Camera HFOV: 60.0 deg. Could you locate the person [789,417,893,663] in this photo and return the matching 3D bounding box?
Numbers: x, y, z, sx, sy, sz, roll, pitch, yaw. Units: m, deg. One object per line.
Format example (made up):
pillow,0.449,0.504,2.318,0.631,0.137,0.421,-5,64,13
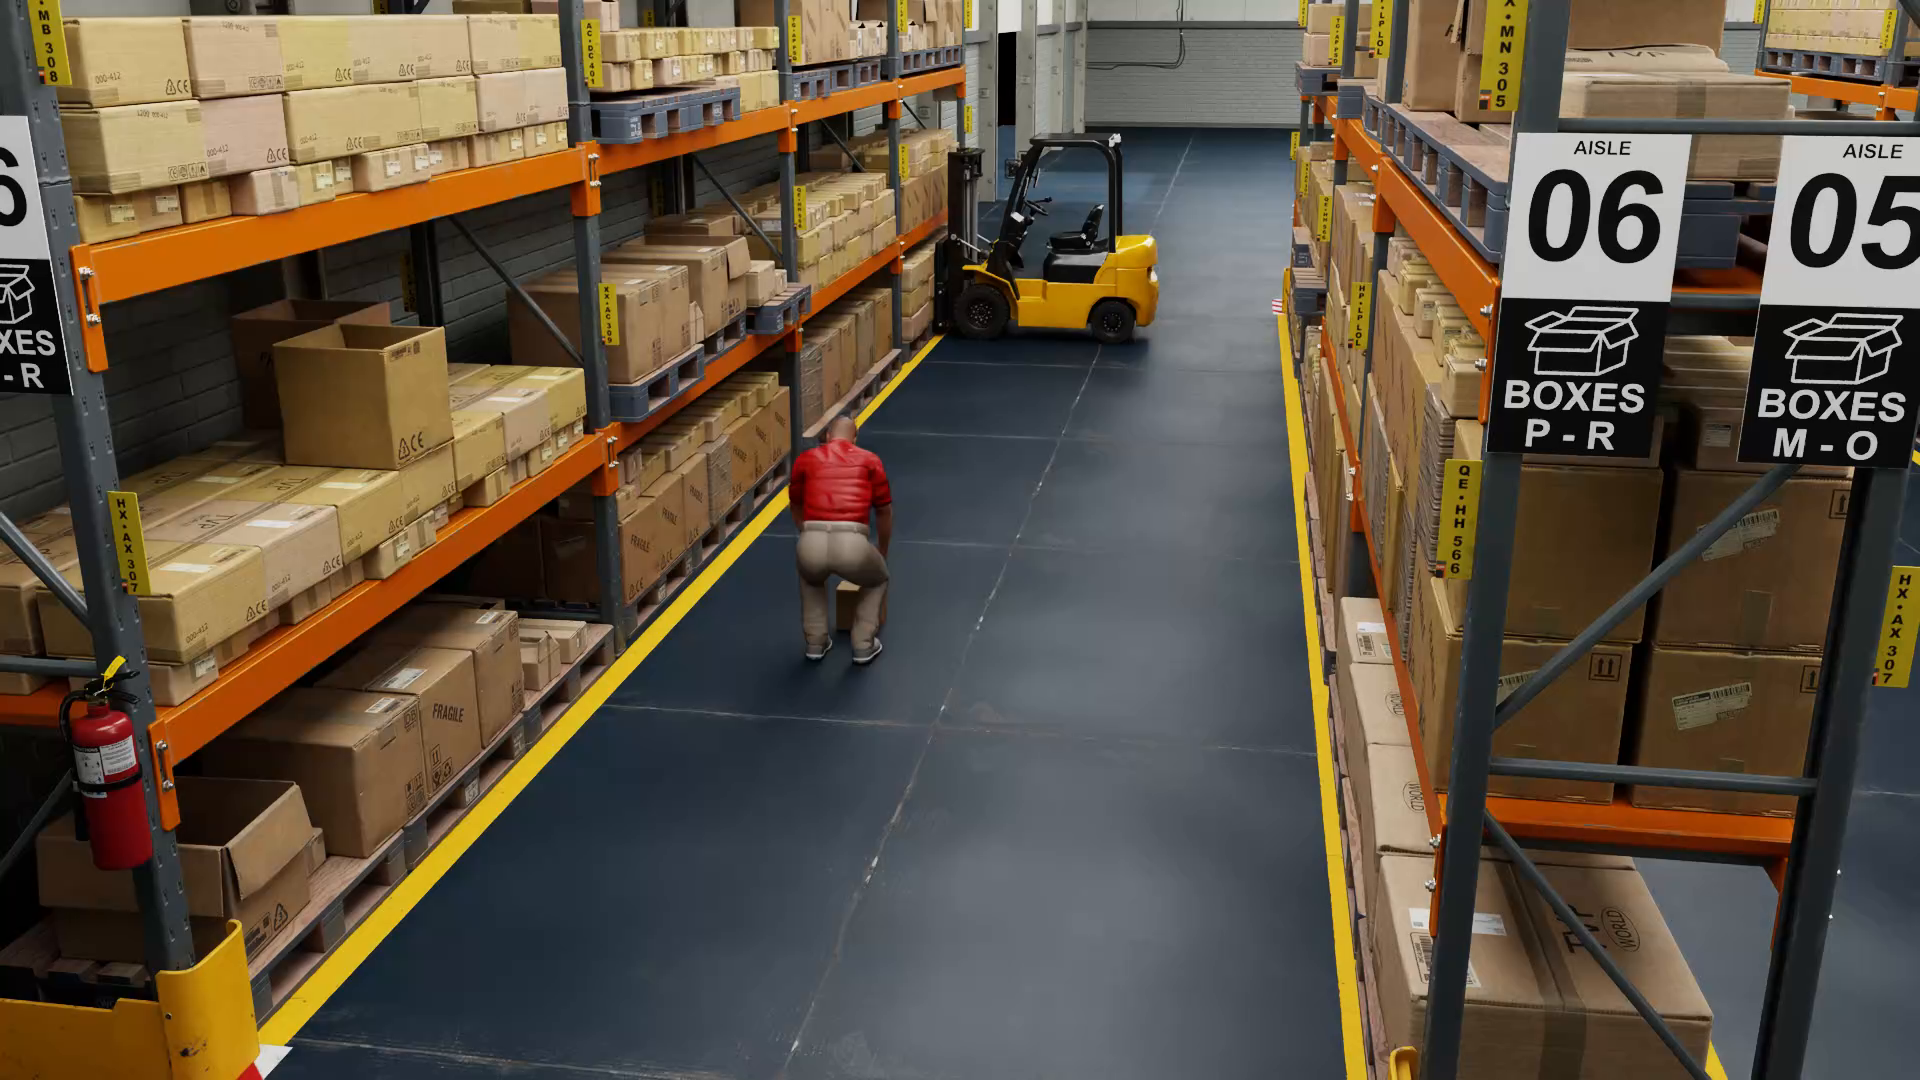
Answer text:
person,-0.692,0.016,9.281,0.588,1.278,0.770,3,18,9
